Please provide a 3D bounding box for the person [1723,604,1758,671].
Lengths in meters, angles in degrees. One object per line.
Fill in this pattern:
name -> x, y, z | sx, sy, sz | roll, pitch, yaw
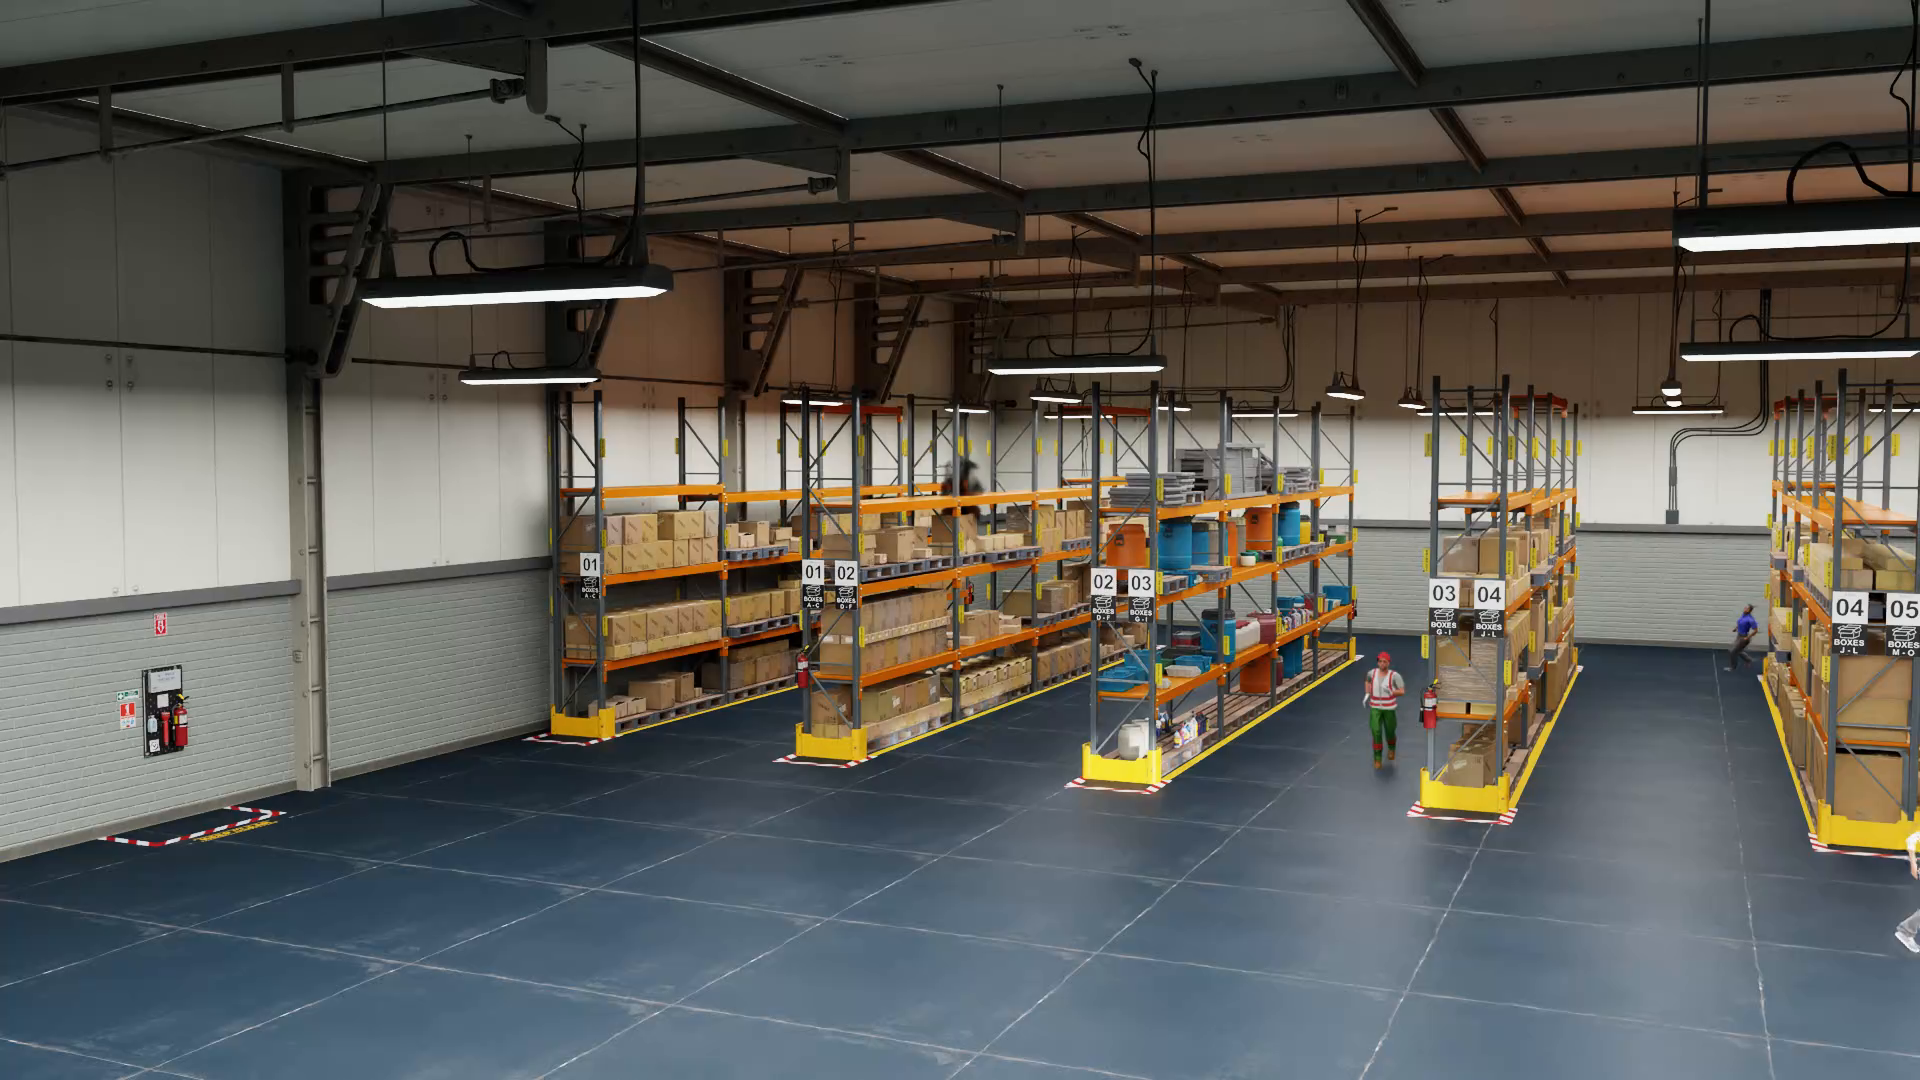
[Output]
person -> 17.521, 2.181, 37.011 | 0.679, 1.553, 0.758 | 0, 3, -9

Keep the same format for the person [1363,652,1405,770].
person -> 6.628, 2.635, 25.998 | 0.663, 1.777, 1.004 | 1, 3, 25

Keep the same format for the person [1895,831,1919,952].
person -> 9.447, 3.320, 16.074 | 0.556, 1.626, 0.804 | -1, 3, -24
